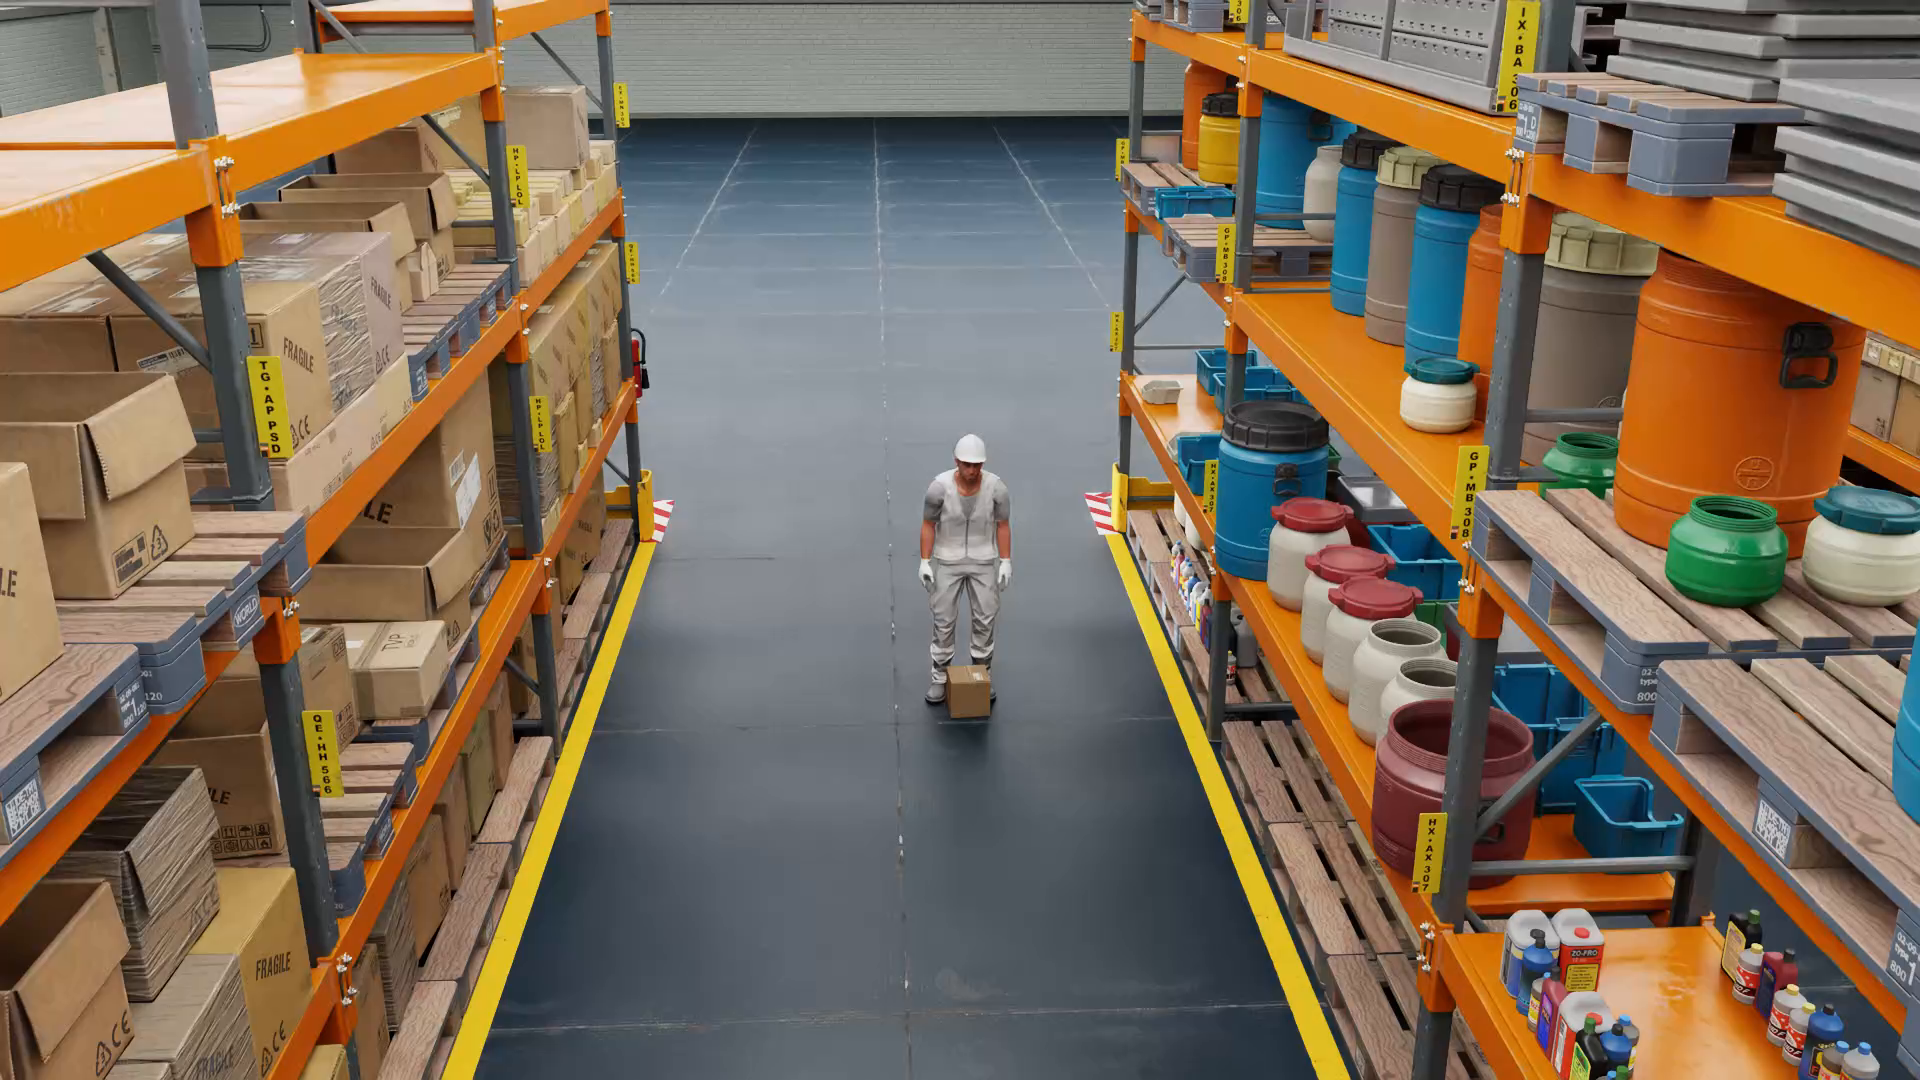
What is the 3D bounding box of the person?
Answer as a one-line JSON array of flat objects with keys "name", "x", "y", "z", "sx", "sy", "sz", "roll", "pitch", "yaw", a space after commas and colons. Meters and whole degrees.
[{"name": "person", "x": 0.034, "y": 0.171, "z": 10.590, "sx": 0.603, "sy": 1.778, "sz": 0.451, "roll": -1, "pitch": 20, "yaw": -4}]
